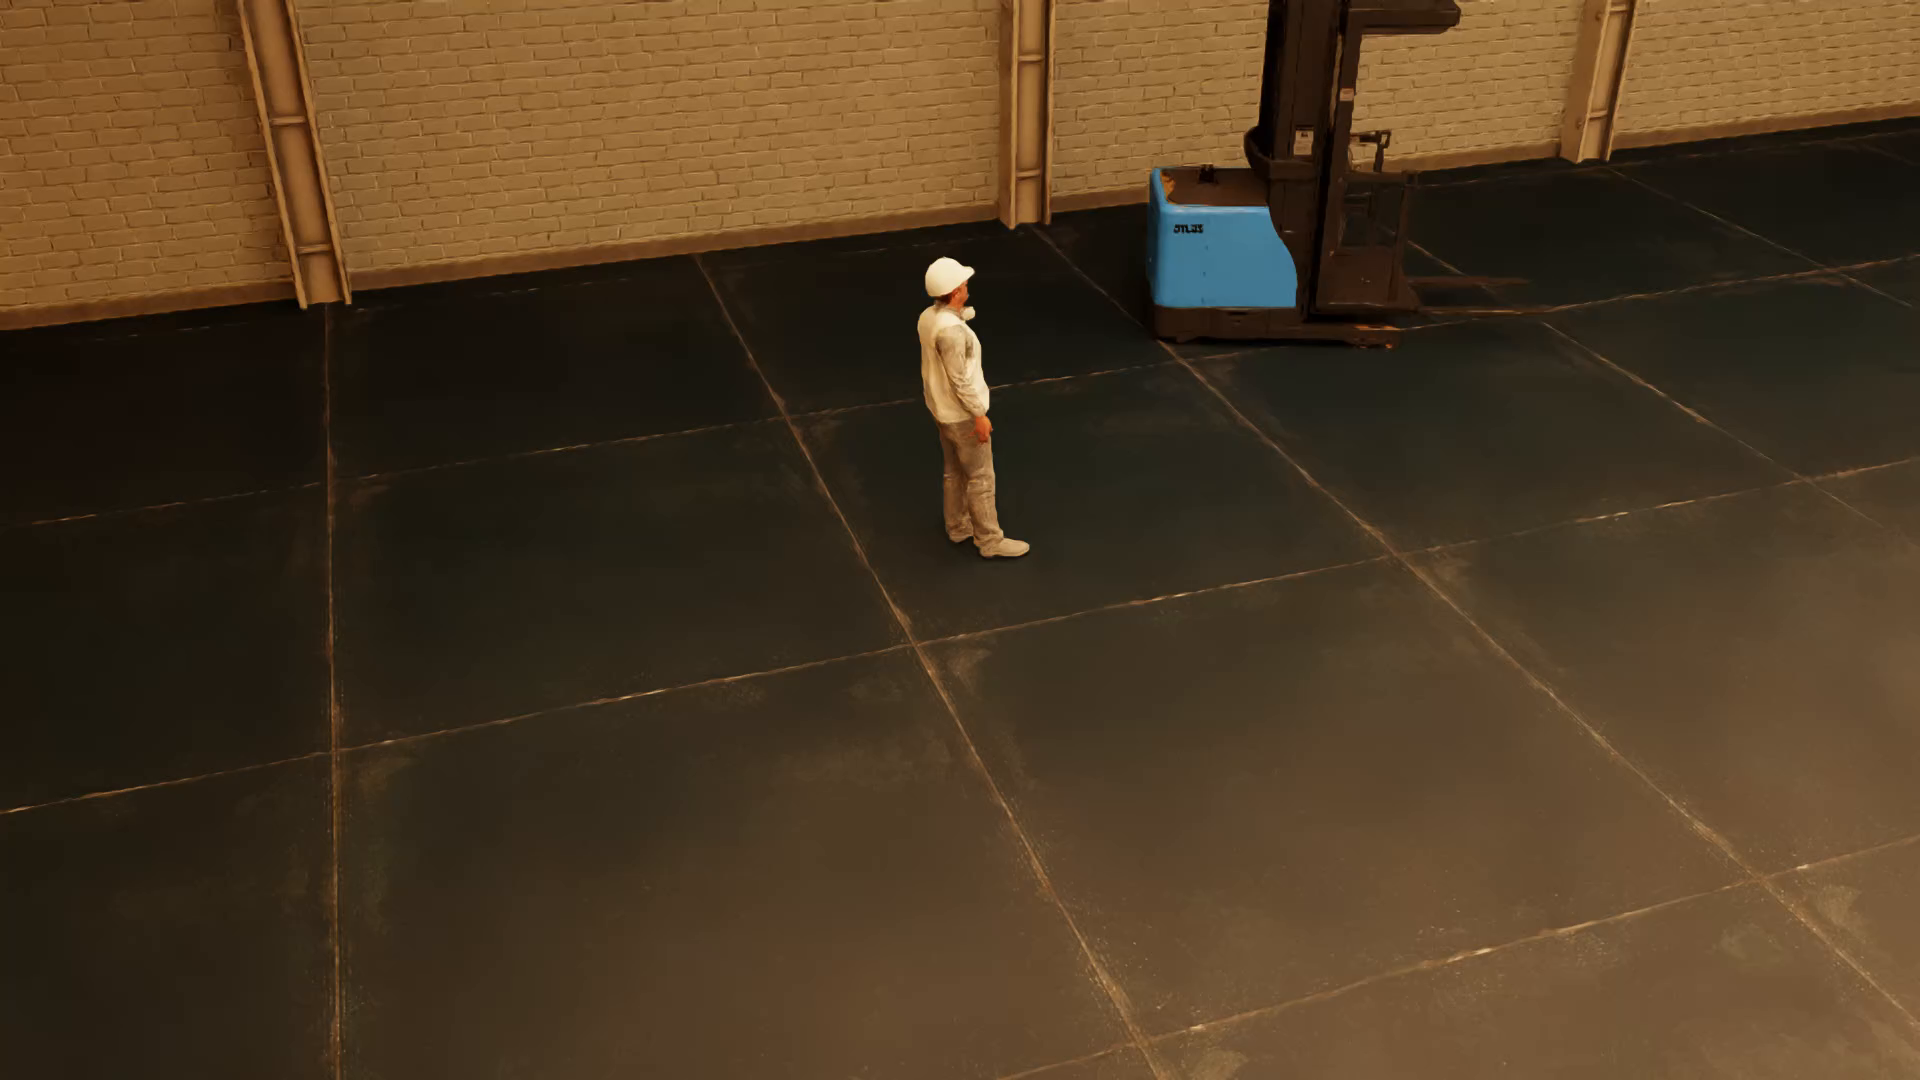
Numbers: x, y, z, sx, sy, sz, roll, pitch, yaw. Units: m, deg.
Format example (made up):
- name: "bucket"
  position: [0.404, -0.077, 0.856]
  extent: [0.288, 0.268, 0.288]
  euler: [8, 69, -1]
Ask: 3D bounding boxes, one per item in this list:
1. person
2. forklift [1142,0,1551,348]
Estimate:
- name: "person"
  position: [0.062, -0.781, 9.591]
  extent: [0.567, 1.773, 0.632]
  euler: [-10, 31, -16]
- name: "forklift"
  position: [2.967, -2.989, 12.282]
  extent: [3.031, 2.935, 1.130]
  euler: [1, 30, 1]
